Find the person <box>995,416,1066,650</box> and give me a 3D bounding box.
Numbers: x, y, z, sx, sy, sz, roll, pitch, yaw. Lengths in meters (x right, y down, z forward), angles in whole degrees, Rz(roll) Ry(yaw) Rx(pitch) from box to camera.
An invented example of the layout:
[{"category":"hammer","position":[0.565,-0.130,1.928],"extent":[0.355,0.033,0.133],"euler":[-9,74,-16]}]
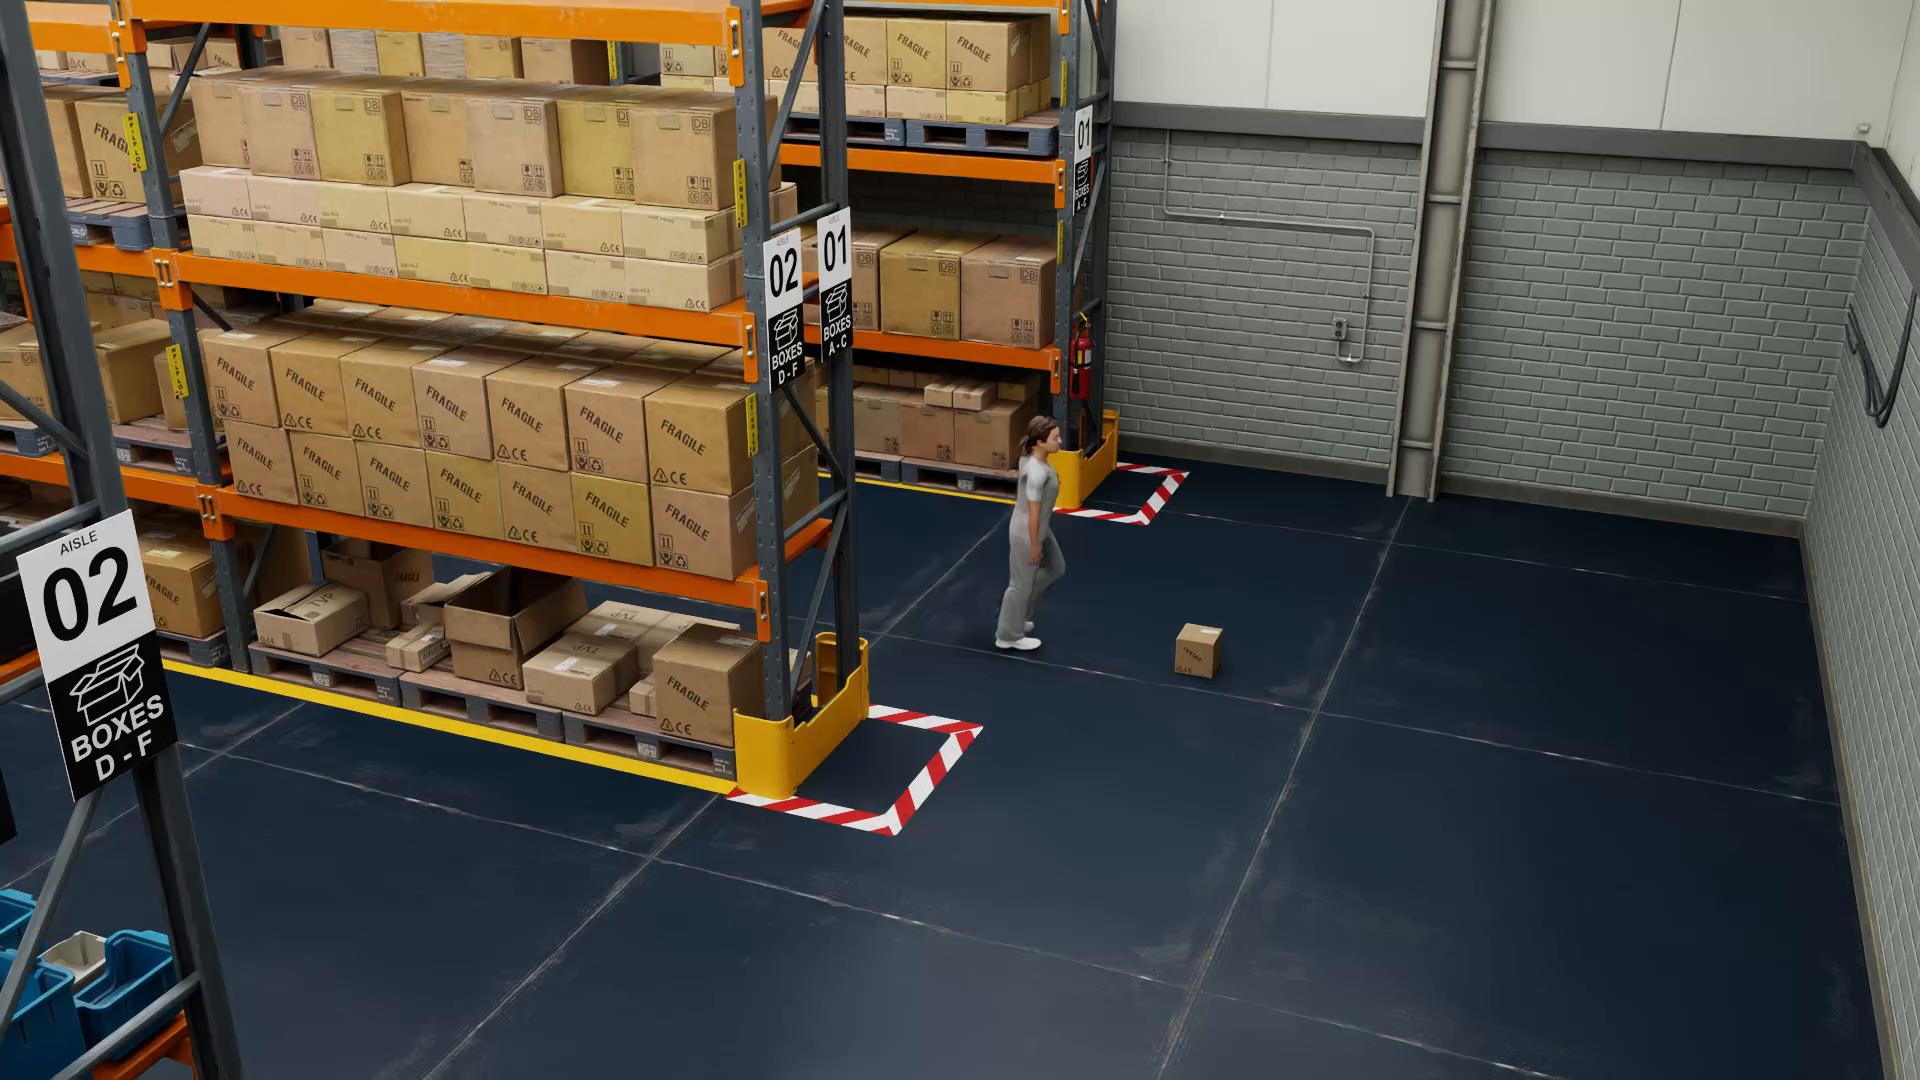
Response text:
[{"category":"person","position":[0.471,-0.037,10.968],"extent":[0.470,1.657,0.483],"euler":[1,22,3]}]
